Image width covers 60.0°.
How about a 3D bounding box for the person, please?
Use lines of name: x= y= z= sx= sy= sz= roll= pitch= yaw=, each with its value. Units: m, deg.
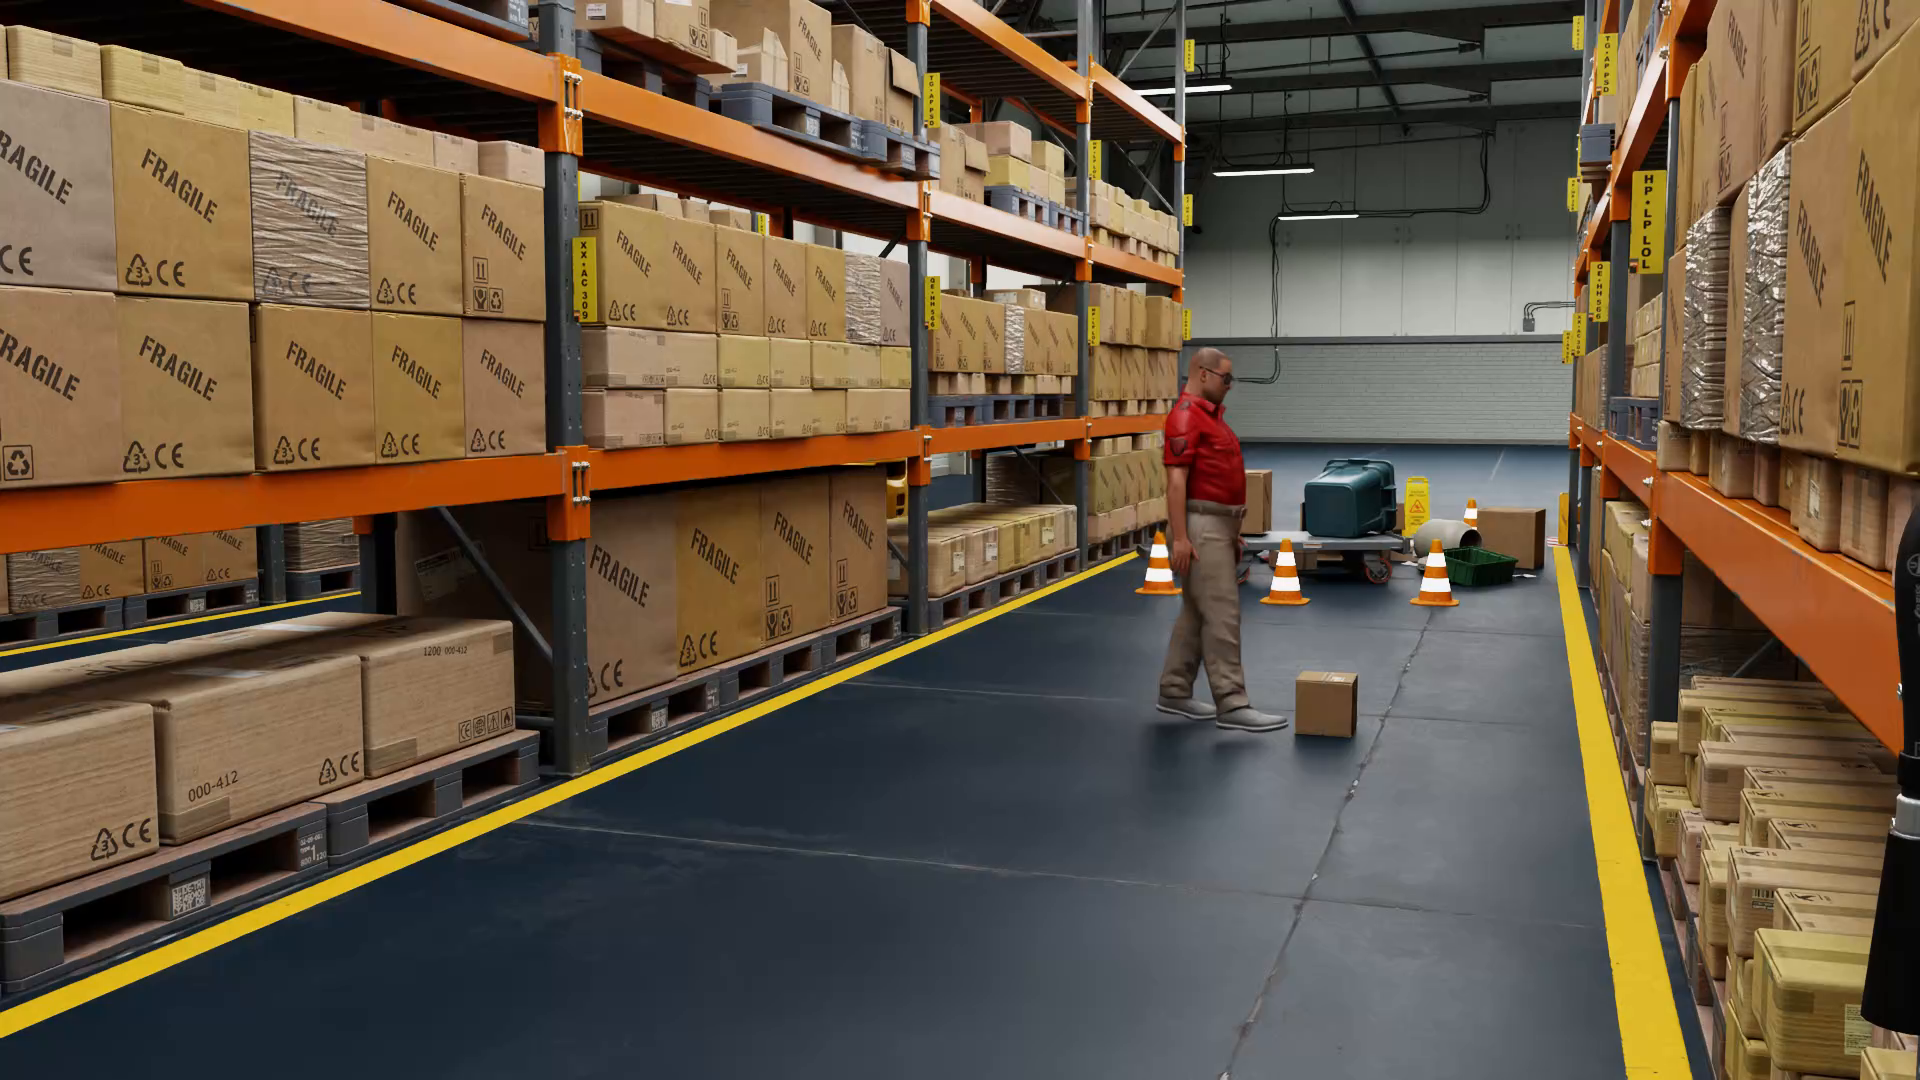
person: x=1.206 y=-0.012 z=7.546 sx=0.668 sy=1.716 sz=0.559 roll=2 pitch=6 yaw=23
